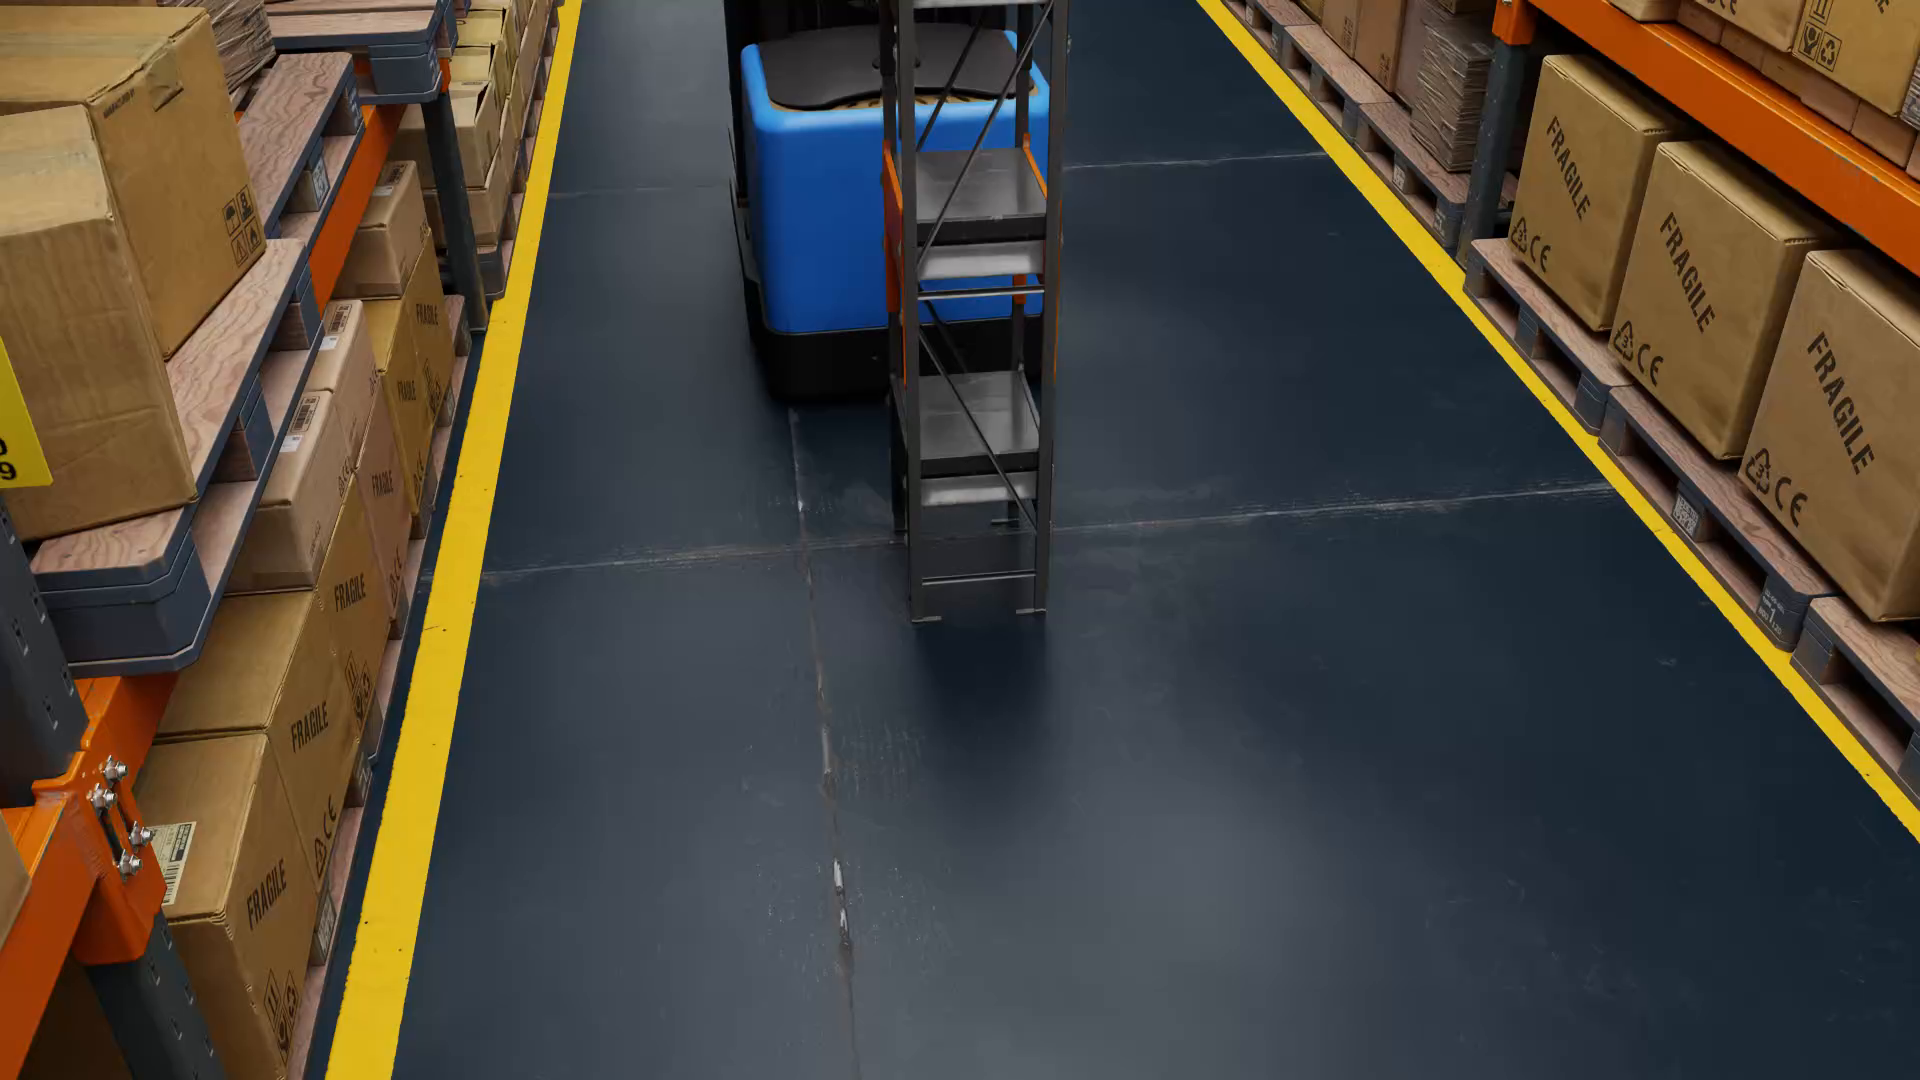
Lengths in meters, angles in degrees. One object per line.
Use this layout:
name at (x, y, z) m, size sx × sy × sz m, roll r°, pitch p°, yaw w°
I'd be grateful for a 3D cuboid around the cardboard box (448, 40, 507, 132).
cardboard box at (-2.191, -1.911, 6.961) m, size 0.500 × 0.311 × 0.500 m, roll -5°, pitch 35°, yaw -8°

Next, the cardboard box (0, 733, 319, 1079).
cardboard box at (-1.618, 0.760, 3.300) m, size 0.500 × 0.500 × 0.500 m, roll -6°, pitch 35°, yaw -9°

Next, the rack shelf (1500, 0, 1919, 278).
rack shelf at (2.844, -0.998, 4.690) m, size 1.077 × 0.370 × 4.000 m, roll -4°, pitch 35°, yaw -6°

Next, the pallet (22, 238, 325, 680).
pallet at (-1.794, -0.177, 3.017) m, size 1.003 × 0.211 × 1.213 m, roll -4°, pitch 35°, yaw -6°

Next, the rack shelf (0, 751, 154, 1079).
rack shelf at (-1.526, 1.611, 0.861) m, size 1.077 × 0.370 × 4.000 m, roll -4°, pitch 35°, yaw -6°

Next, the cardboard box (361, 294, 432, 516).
cardboard box at (-1.905, -0.390, 4.988) m, size 0.500 × 0.500 × 0.500 m, roll -6°, pitch 35°, yaw -8°

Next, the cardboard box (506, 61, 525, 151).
cardboard box at (-2.256, -1.956, 7.526) m, size 0.500 × 0.250 × 0.500 m, roll -5°, pitch 35°, yaw -8°

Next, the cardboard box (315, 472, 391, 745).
cardboard box at (-1.761, 0.184, 4.145) m, size 0.500 × 0.500 × 0.500 m, roll -4°, pitch 34°, yaw -6°

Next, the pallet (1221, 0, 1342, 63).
pallet at (2.144, -3.057, 9.549) m, size 1.003 × 0.211 × 1.213 m, roll -4°, pitch 35°, yaw -6°

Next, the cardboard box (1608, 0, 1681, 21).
cardboard box at (2.367, -1.819, 5.461) m, size 0.380 × 0.149 × 0.250 m, roll -3°, pitch 34°, yaw -5°

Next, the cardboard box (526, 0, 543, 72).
cardboard box at (-2.392, -2.527, 8.363) m, size 0.500 × 0.250 × 0.500 m, roll -4°, pitch 34°, yaw -5°

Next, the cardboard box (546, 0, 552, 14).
cardboard box at (-2.528, -3.094, 9.196) m, size 0.500 × 0.250 × 0.500 m, roll -5°, pitch 35°, yaw -7°

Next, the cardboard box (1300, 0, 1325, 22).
cardboard box at (2.272, -3.099, 8.962) m, size 0.700 × 0.500 × 0.500 m, roll -5°, pitch 35°, yaw -7°

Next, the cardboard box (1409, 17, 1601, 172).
cardboard box at (2.427, -1.958, 7.289) m, size 0.700 × 0.500 × 0.500 m, roll -4°, pitch 34°, yaw -6°

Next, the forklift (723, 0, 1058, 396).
forklift at (-0.406, -2.542, 6.377) m, size 1.130 × 2.935 × 3.031 m, roll -6°, pitch 35°, yaw -8°

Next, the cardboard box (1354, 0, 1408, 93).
cardboard box at (2.378, -2.530, 8.128) m, size 0.700 × 0.500 × 0.500 m, roll -5°, pitch 35°, yaw -7°

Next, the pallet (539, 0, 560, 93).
pallet at (-2.733, -2.706, 9.033) m, size 1.003 × 0.211 × 1.213 m, roll -4°, pitch 35°, yaw -6°

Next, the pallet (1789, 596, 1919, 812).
pallet at (2.935, 0.548, 4.259) m, size 1.003 × 0.211 × 1.213 m, roll -4°, pitch 35°, yaw -6°

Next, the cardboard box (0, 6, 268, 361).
cardboard box at (-1.792, -0.677, 3.119) m, size 0.700 × 0.500 × 0.500 m, roll 1°, pitch 34°, yaw 1°

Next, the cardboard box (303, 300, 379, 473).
cardboard box at (-1.821, -0.387, 4.318) m, size 0.500 × 0.250 × 0.500 m, roll -5°, pitch 35°, yaw -7°

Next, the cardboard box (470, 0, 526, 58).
cardboard box at (-2.327, -2.482, 7.799) m, size 0.500 × 0.311 × 0.500 m, roll -5°, pitch 35°, yaw -7°

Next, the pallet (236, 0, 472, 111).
pallet at (-2.172, -1.582, 5.079) m, size 1.213 × 0.211 × 1.003 m, roll -4°, pitch 35°, yaw -6°

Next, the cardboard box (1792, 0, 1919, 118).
cardboard box at (2.592, -1.434, 4.320) m, size 0.500 × 0.500 × 0.500 m, roll -3°, pitch 34°, yaw -5°

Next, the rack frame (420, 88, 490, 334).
rack frame at (-2.333, -2.035, 5.572) m, size 1.000 × 3.000 × 0.127 m, roll -4°, pitch 35°, yaw -6°

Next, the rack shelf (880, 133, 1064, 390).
rack shelf at (0.022, -0.764, 4.531) m, size 0.431 × 0.518 × 0.480 m, roll -4°, pitch 35°, yaw -6°

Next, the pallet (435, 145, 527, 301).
pallet at (-2.405, -1.345, 7.036) m, size 1.003 × 0.211 × 1.213 m, roll -4°, pitch 35°, yaw -6°

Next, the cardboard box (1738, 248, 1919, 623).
cardboard box at (2.775, -0.314, 4.582) m, size 0.750 × 0.750 × 0.750 m, roll -3°, pitch 34°, yaw -5°

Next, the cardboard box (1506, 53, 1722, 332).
cardboard box at (2.544, -1.277, 5.996) m, size 0.750 × 0.750 × 0.750 m, roll -5°, pitch 35°, yaw -7°

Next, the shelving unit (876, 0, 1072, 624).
shelving unit at (0.022, -0.775, 4.523) m, size 0.431 × 2.100 × 0.503 m, roll -4°, pitch 35°, yaw -6°

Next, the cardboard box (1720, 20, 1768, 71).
cardboard box at (2.567, -1.544, 5.057) m, size 0.380 × 0.149 × 0.250 m, roll -4°, pitch 34°, yaw -5°

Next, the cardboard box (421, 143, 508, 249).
cardboard box at (-2.112, -1.386, 6.689) m, size 0.500 × 0.250 × 0.500 m, roll -4°, pitch 35°, yaw -7°

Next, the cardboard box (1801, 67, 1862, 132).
cardboard box at (2.607, -1.260, 4.640) m, size 0.380 × 0.149 × 0.250 m, roll -4°, pitch 34°, yaw -6°

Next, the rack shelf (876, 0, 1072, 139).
rack shelf at (0.022, -1.342, 4.137) m, size 0.431 × 0.518 × 0.480 m, roll -4°, pitch 35°, yaw -6°

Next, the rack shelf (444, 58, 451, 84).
rack shelf at (-2.602, -2.853, 7.412) m, size 1.077 × 0.370 × 4.000 m, roll -4°, pitch 35°, yaw -6°

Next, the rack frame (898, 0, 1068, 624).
rack frame at (0.055, -0.639, 4.323) m, size 0.400 × 2.100 × 0.015 m, roll -4°, pitch 35°, yaw -6°

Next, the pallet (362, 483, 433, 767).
pallet at (-2.109, 0.217, 4.745) m, size 1.003 × 0.211 × 1.213 m, roll -4°, pitch 35°, yaw -6°

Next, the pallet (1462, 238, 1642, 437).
pallet at (2.607, -0.814, 6.257) m, size 1.003 × 0.211 × 1.213 m, roll -4°, pitch 35°, yaw -6°

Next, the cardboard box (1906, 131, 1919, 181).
cardboard box at (2.660, -0.964, 4.206) m, size 0.380 × 0.149 × 0.250 m, roll -5°, pitch 35°, yaw -8°

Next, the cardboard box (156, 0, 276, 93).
cardboard box at (-2.203, -1.382, 4.152) m, size 0.700 × 0.500 × 0.500 m, roll 2°, pitch 34°, yaw 3°
